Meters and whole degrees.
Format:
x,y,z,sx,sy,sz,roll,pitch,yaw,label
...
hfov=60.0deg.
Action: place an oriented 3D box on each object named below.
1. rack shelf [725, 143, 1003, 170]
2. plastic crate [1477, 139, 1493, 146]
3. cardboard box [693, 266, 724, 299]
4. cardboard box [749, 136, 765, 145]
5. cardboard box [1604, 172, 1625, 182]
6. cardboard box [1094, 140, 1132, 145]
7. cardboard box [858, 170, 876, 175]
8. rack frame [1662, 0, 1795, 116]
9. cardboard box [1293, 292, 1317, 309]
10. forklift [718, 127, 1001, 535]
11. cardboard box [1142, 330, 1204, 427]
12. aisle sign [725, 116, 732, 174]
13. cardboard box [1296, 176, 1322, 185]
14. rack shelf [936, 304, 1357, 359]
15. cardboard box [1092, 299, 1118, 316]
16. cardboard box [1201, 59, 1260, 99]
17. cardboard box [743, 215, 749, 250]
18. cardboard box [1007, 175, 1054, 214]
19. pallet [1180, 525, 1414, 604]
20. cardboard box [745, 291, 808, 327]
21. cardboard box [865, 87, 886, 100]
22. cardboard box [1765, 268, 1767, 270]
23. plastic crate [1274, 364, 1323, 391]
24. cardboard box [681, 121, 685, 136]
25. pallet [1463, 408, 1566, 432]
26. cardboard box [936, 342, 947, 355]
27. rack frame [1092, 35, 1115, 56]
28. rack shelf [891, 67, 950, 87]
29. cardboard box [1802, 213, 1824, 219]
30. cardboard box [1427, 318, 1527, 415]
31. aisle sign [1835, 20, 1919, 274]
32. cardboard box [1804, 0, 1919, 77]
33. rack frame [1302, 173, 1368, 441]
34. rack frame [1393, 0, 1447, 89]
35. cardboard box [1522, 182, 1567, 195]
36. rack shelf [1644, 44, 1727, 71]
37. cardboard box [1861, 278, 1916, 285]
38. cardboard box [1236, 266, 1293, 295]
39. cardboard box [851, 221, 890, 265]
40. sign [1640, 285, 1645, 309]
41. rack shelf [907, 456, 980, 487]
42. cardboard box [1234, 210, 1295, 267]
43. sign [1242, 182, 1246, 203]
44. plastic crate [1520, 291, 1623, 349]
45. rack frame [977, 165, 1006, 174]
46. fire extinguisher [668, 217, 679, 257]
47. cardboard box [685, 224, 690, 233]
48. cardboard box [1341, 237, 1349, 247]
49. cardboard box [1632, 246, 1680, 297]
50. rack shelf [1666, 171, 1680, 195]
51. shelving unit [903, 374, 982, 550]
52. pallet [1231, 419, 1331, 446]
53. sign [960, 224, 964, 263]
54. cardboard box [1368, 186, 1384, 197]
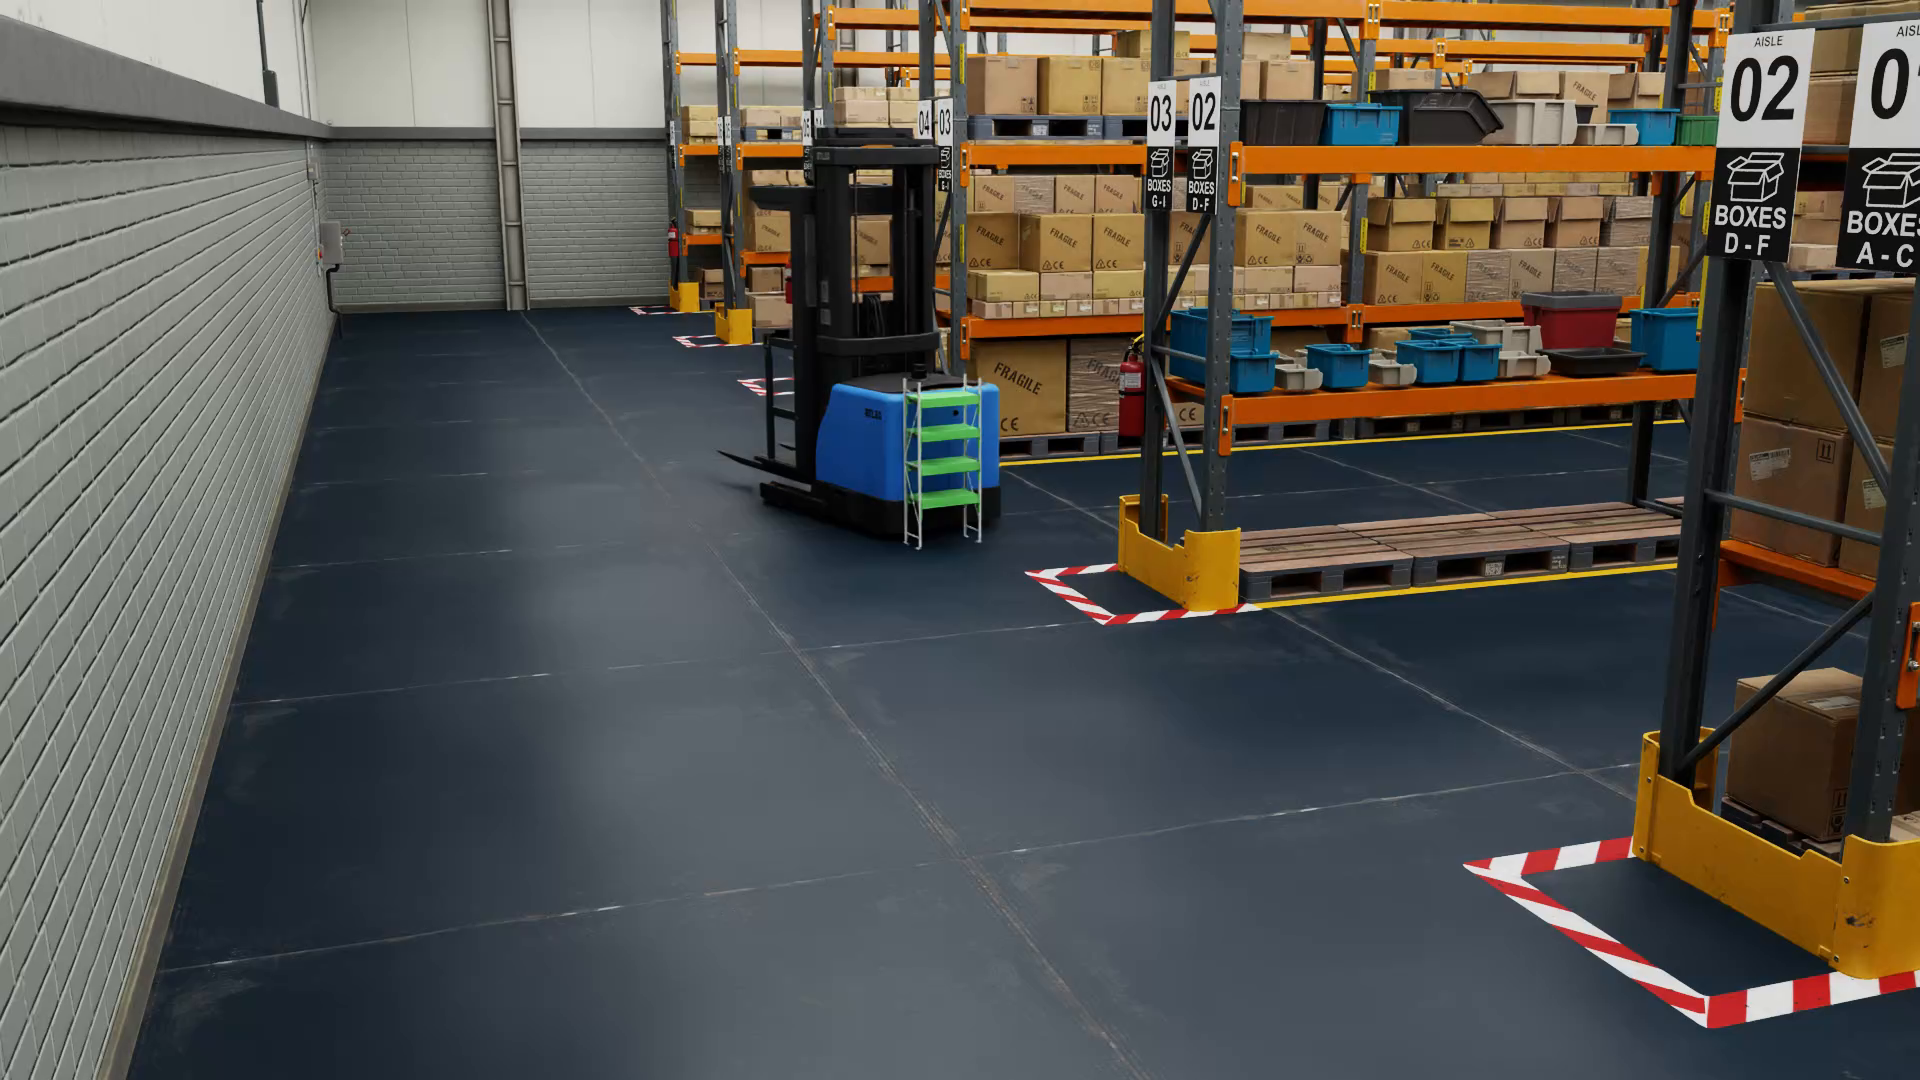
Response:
x,y,z,sx,sy,sz,roll,pitch,yaw,label
-1.421,-5.673,24.584,4.000,0.370,1.077,-4,14,-18,rack shelf
3.303,-2.694,11.076,0.530,0.136,0.437,-4,14,-18,plastic crate
-4.293,-4.519,29.145,0.637,0.503,0.797,-5,14,-20,cardboard box
-3.524,-6.871,28.609,0.250,0.149,0.380,-4,14,-18,cardboard box
10.951,-6.156,28.520,0.500,0.500,0.700,-4,14,-18,cardboard box
1.770,-4.924,20.204,0.500,0.250,0.500,-4,14,-17,cardboard box
-1.409,-5.338,24.322,0.250,0.149,0.380,-5,14,-19,cardboard box
5.215,-4.370,11.070,0.127,3.000,1.000,-4,14,-18,rack frame
3.206,-2.302,15.883,0.250,0.149,0.380,-4,14,-17,cardboard box
-0.956,-1.748,13.158,1.130,2.935,3.031,-9,16,-35,forklift
2.131,-1.611,16.118,0.875,0.875,0.875,-4,14,-18,cardboard box
-3.293,-5.612,23.637,0.004,0.787,0.394,-4,14,-18,aisle sign
5.726,-5.903,27.308,0.250,0.149,0.380,-5,14,-21,cardboard box
1.739,-2.040,15.793,4.000,0.370,1.077,-4,14,-18,rack shelf
1.259,-2.151,15.245,0.250,0.149,0.380,-5,14,-19,cardboard box
2.401,-4.189,15.451,0.500,0.500,0.700,-4,14,-15,cardboard box
-2.944,-4.559,24.609,0.500,0.500,0.500,-4,14,-18,cardboard box
0.812,-4.145,20.068,0.500,0.500,0.500,-4,14,-17,cardboard box
2.218,0.148,11.066,1.213,0.211,1.003,-4,14,-18,pallet
-2.723,-3.445,24.772,0.875,0.438,0.875,-5,14,-20,cardboard box
-1.015,-5.150,19.214,0.250,0.149,0.380,-4,14,-16,cardboard box
8.422,-3.198,17.982,0.500,0.500,0.700,-2,14,-10,cardboard box
2.093,-1.009,10.343,0.298,0.136,0.250,-4,14,-18,plastic crate
-4.569,-7.128,28.828,0.500,0.250,0.500,-5,14,-19,cardboard box
5.501,-1.346,17.345,1.213,0.211,1.003,-4,14,-18,pallet
-0.305,-2.323,20.037,0.250,0.149,0.380,-4,14,-16,cardboard box
2.679,-9.014,30.591,0.127,3.000,1.000,-4,14,-18,rack frame
0.783,-8.321,30.100,4.000,0.370,1.077,-4,14,-18,rack shelf
12.100,-4.495,24.236,0.550,0.550,0.875,-4,14,-18,cardboard box
5.082,-1.826,17.023,0.875,0.875,1.225,-5,14,-20,cardboard box
3.029,-1.265,5.362,0.004,0.787,0.394,-4,14,-18,aisle sign
3.405,-1.793,5.961,0.500,0.250,0.500,-4,14,-18,cardboard box
3.635,-2.538,16.331,0.127,3.000,1.000,-4,14,-18,rack frame
5.940,-6.847,21.482,0.127,3.000,1.000,-4,14,-18,rack frame
7.817,-4.608,22.658,0.500,0.500,0.700,-5,14,-19,cardboard box
11.627,-6.745,23.474,4.000,0.370,1.077,-4,14,-18,rack shelf
3.812,-0.736,6.376,0.500,0.500,0.500,-4,14,-17,cardboard box
2.811,-2.481,15.772,0.500,0.250,0.500,-4,14,-16,cardboard box
-1.129,-3.504,19.533,0.500,0.500,0.500,-4,14,-15,cardboard box
5.041,-1.707,12.240,0.005,0.325,0.100,-4,14,-18,sign
-0.125,-0.500,11.929,0.480,0.148,0.258,-7,15,-28,rack shelf
2.808,-2.846,15.686,0.500,0.500,0.500,-4,14,-17,cardboard box
4.446,-5.449,26.065,0.005,0.325,0.100,-4,14,-18,sign
4.288,-1.501,11.704,0.583,0.464,0.402,-4,14,-18,plastic crate
0.474,-4.712,25.468,0.127,3.000,1.000,-4,14,-18,rack frame
-4.895,-5.173,28.383,0.183,0.674,0.296,-4,14,-18,fire extinguisher
-4.675,-5.466,29.182,0.250,0.149,0.380,-5,14,-19,cardboard box
4.902,-3.819,21.351,0.250,0.149,0.380,-5,14,-19,cardboard box
7.037,-2.791,17.179,0.500,0.500,0.500,-4,14,-16,cardboard box
7.110,-2.709,12.121,4.000,0.370,1.077,-4,14,-18,rack shelf
-0.125,-0.562,11.914,0.503,1.200,0.258,-7,15,-28,shelving unit
2.889,-1.142,16.490,1.213,0.211,1.003,-4,14,-18,pallet
0.015,-2.580,14.467,0.005,0.325,0.100,-4,14,-18,sign
6.731,-5.542,27.191,0.500,0.500,0.500,-4,14,-16,cardboard box
